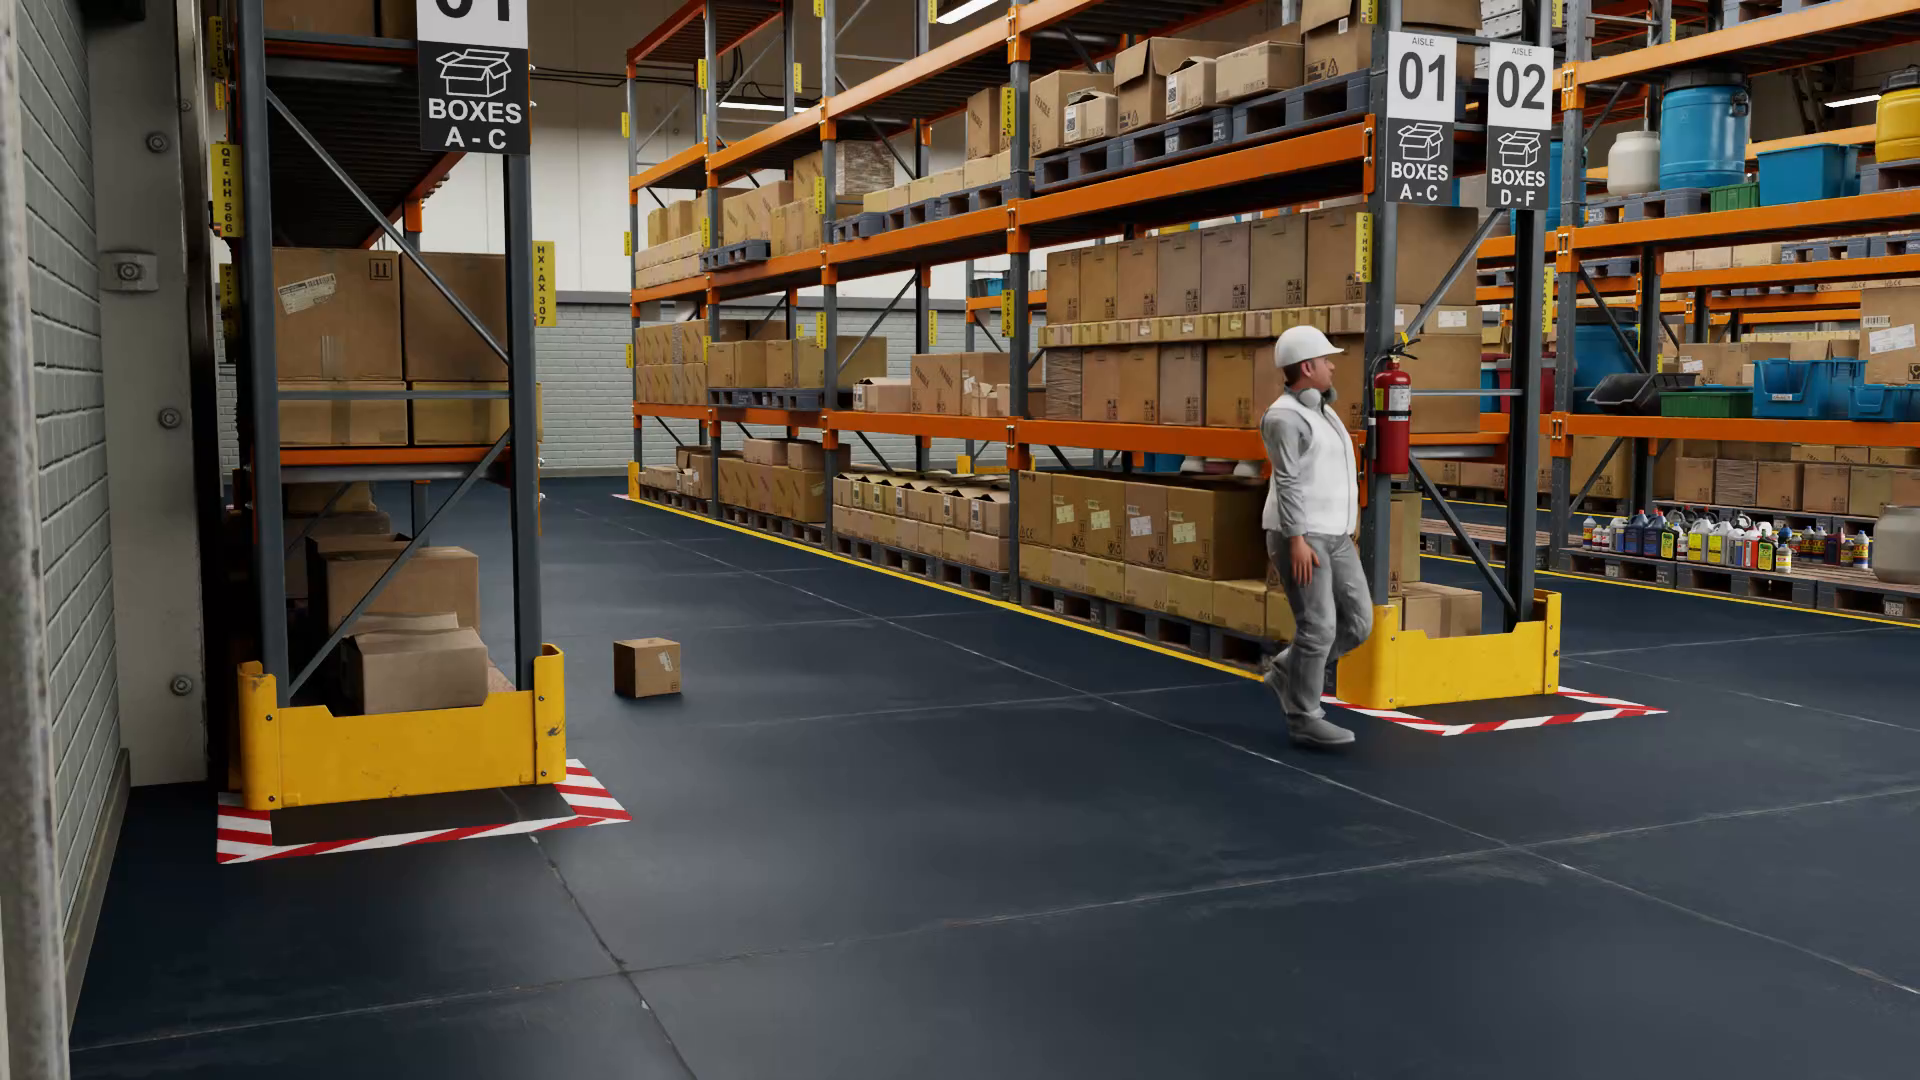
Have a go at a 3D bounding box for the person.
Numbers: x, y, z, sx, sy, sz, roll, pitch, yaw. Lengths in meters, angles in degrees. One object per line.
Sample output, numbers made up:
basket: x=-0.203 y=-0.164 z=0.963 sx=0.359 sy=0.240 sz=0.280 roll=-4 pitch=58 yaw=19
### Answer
person: x=1.490 y=-0.026 z=7.096 sx=0.503 sy=1.762 sz=0.548 roll=4 pitch=7 yaw=37
